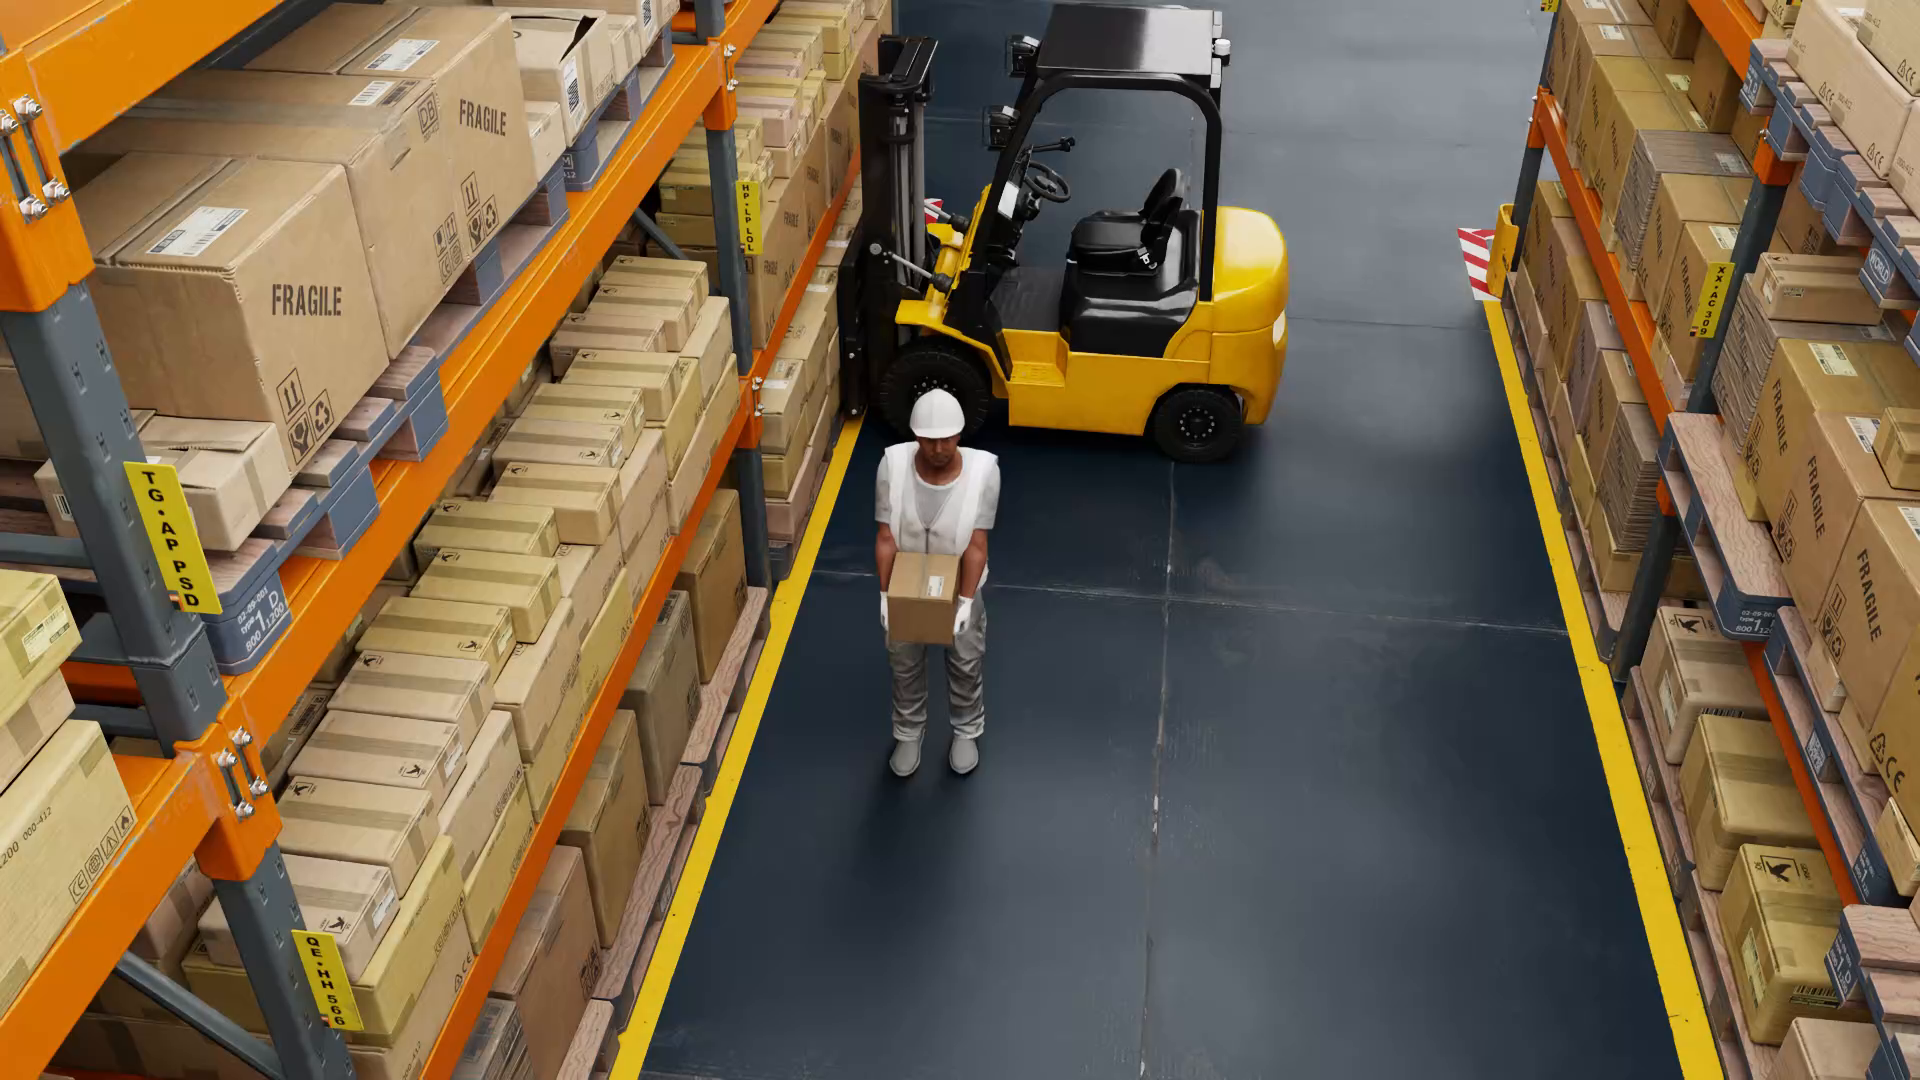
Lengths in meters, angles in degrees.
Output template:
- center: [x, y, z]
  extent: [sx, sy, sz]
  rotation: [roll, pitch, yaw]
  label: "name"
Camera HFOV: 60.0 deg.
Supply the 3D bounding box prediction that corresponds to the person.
- center: [-0.102, 0.233, 6.700]
  extent: [0.490, 1.782, 0.578]
  rotation: [4, 36, 6]
  label: "person"
